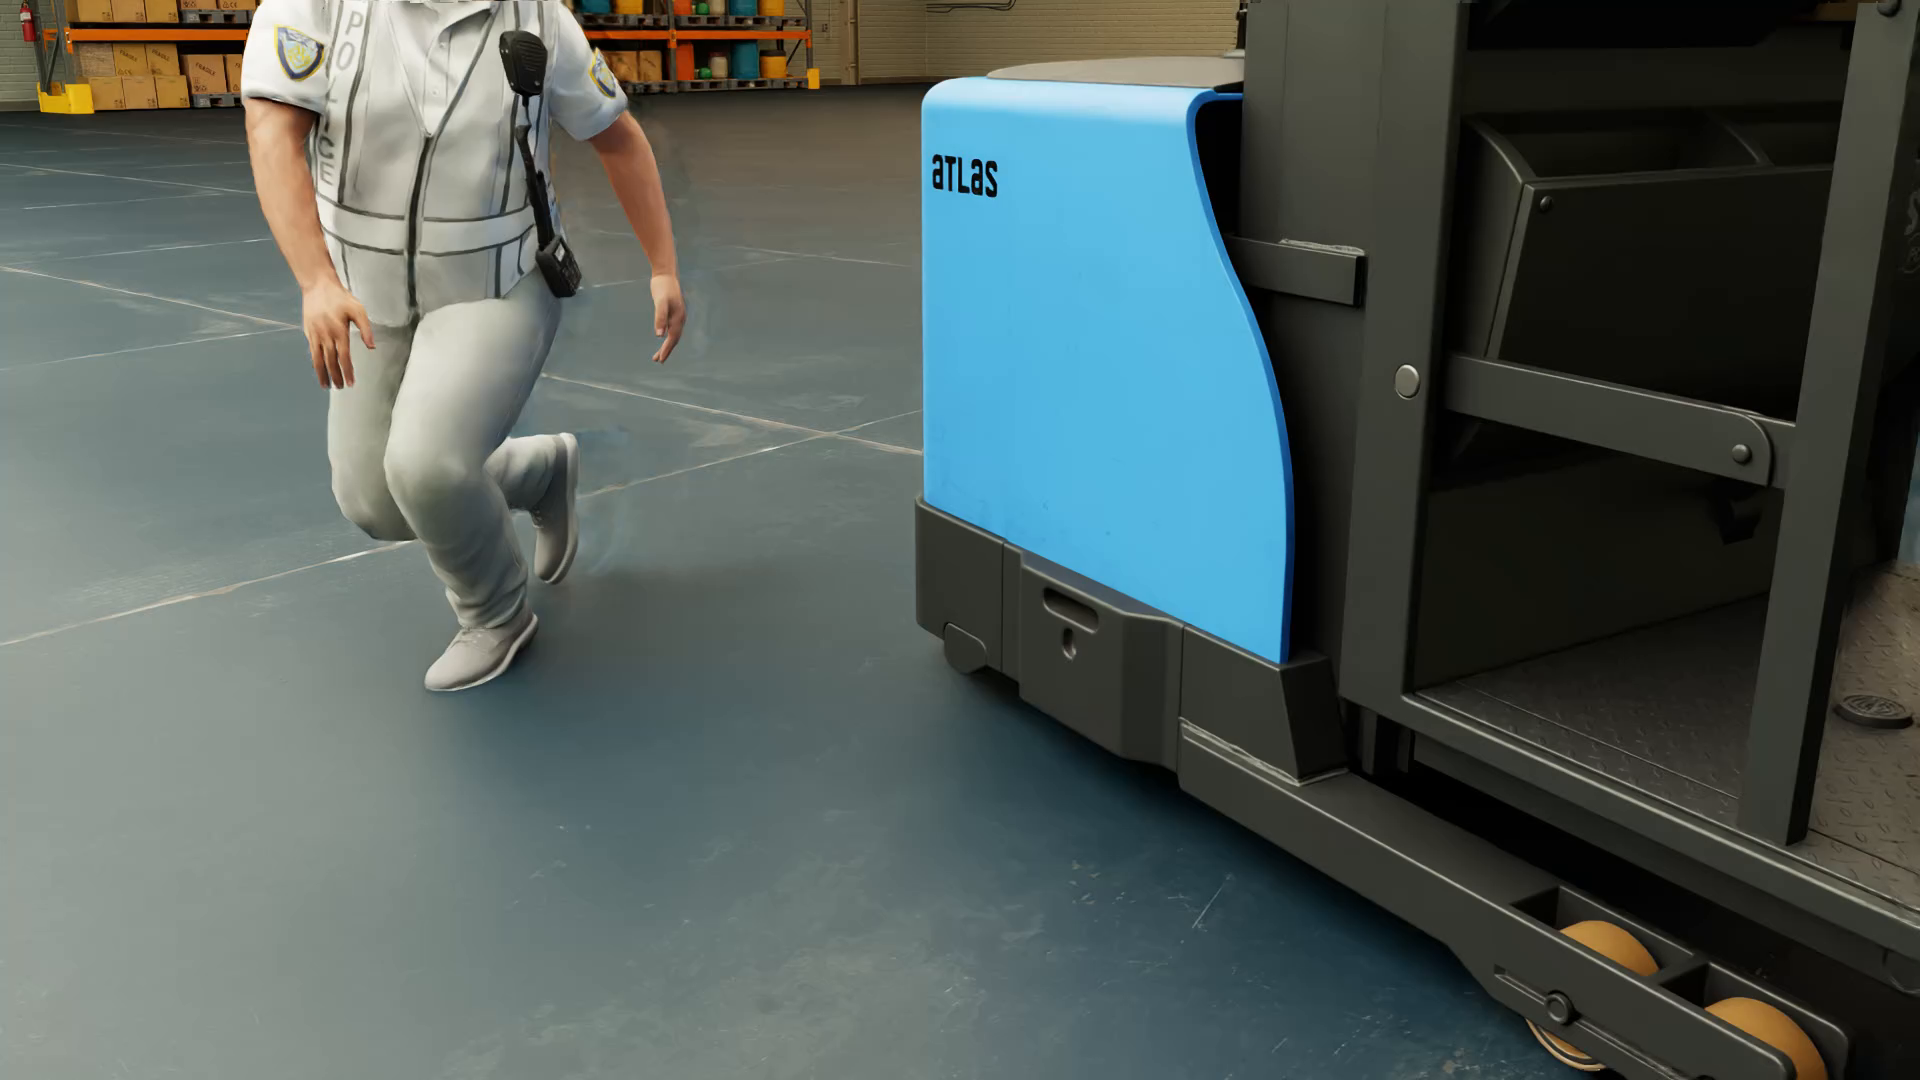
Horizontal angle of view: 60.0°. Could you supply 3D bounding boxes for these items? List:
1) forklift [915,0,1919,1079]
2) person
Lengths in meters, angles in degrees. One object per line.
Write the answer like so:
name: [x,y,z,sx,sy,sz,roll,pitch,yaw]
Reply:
forklift: [1.114,-0.897,1.850,1.130,2.935,3.031,-10,20,-30]
person: [-0.862,-0.508,3.075,0.654,1.531,0.830,1,17,4]
